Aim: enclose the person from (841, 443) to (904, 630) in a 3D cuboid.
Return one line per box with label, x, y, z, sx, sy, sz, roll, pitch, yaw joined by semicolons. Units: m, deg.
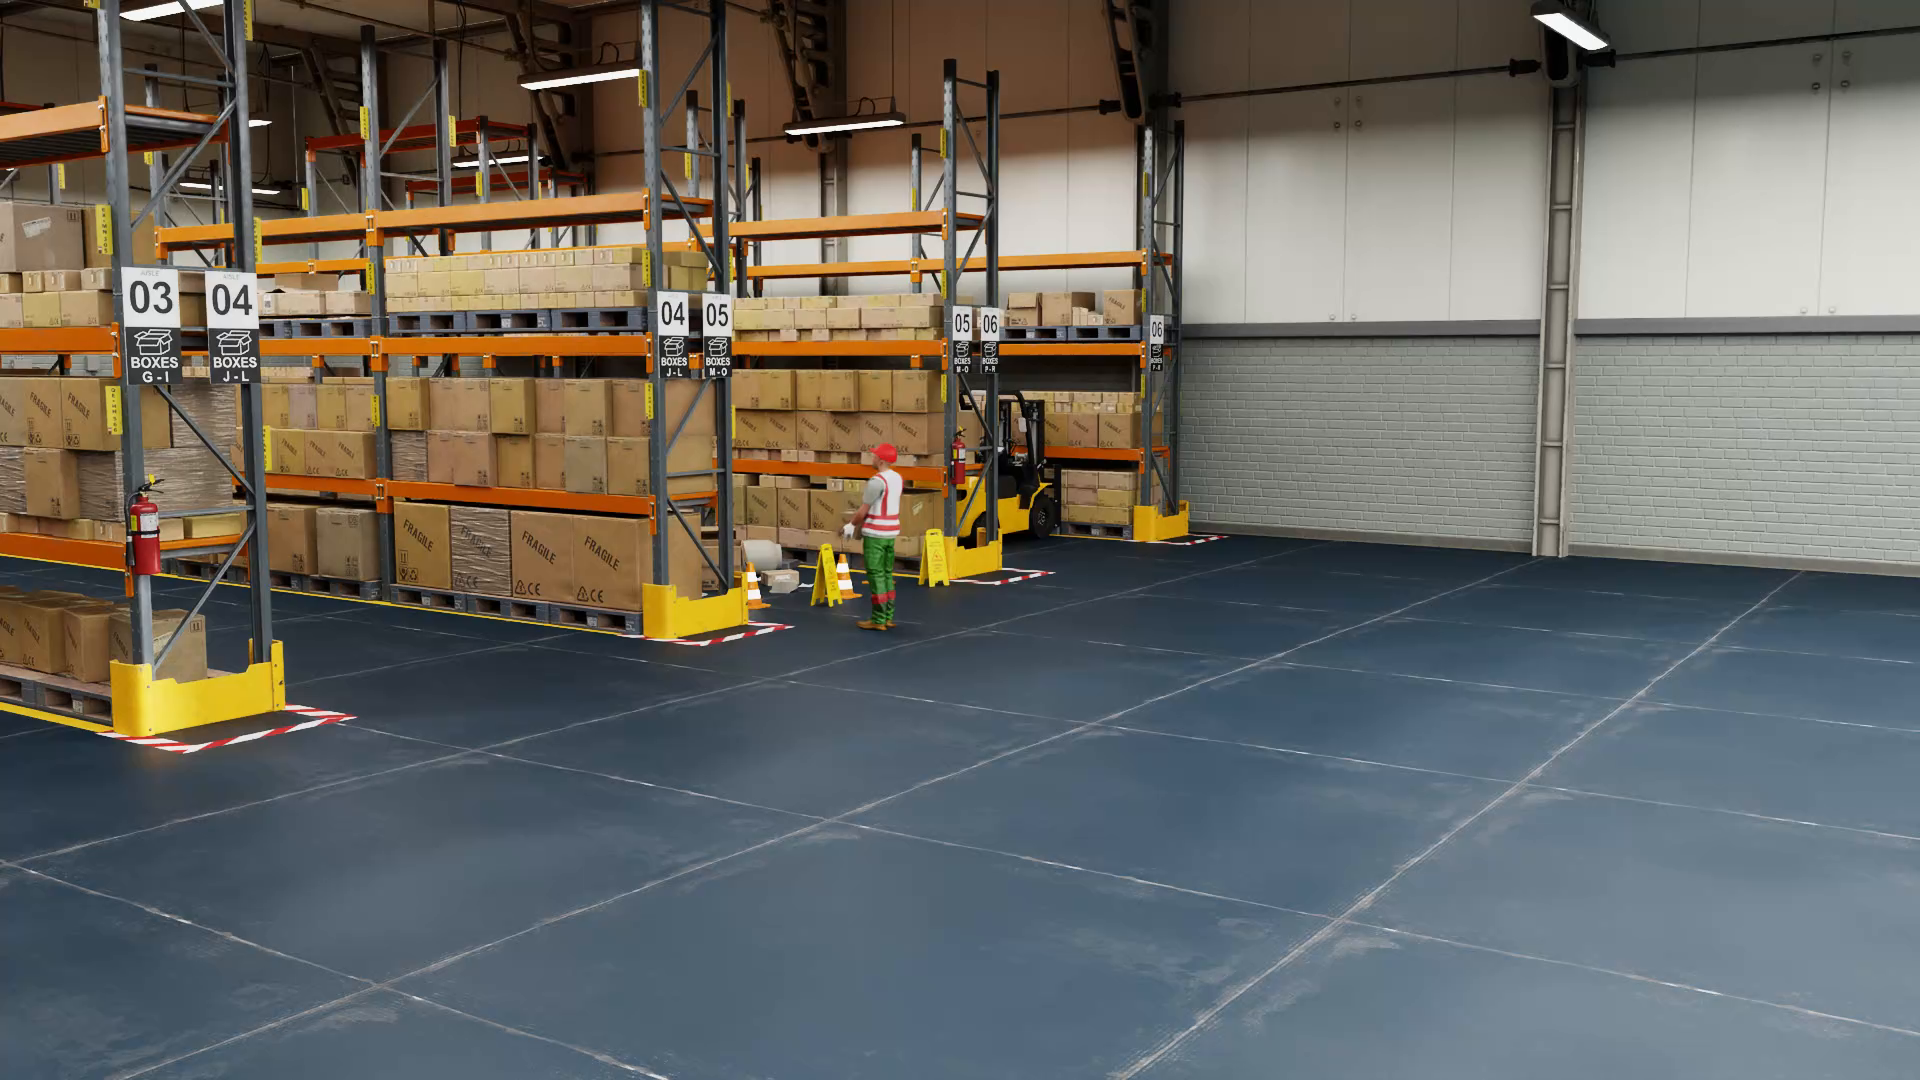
person;-0.833;-0.042;15.977;0.538;1.793;0.536;3;7;28
